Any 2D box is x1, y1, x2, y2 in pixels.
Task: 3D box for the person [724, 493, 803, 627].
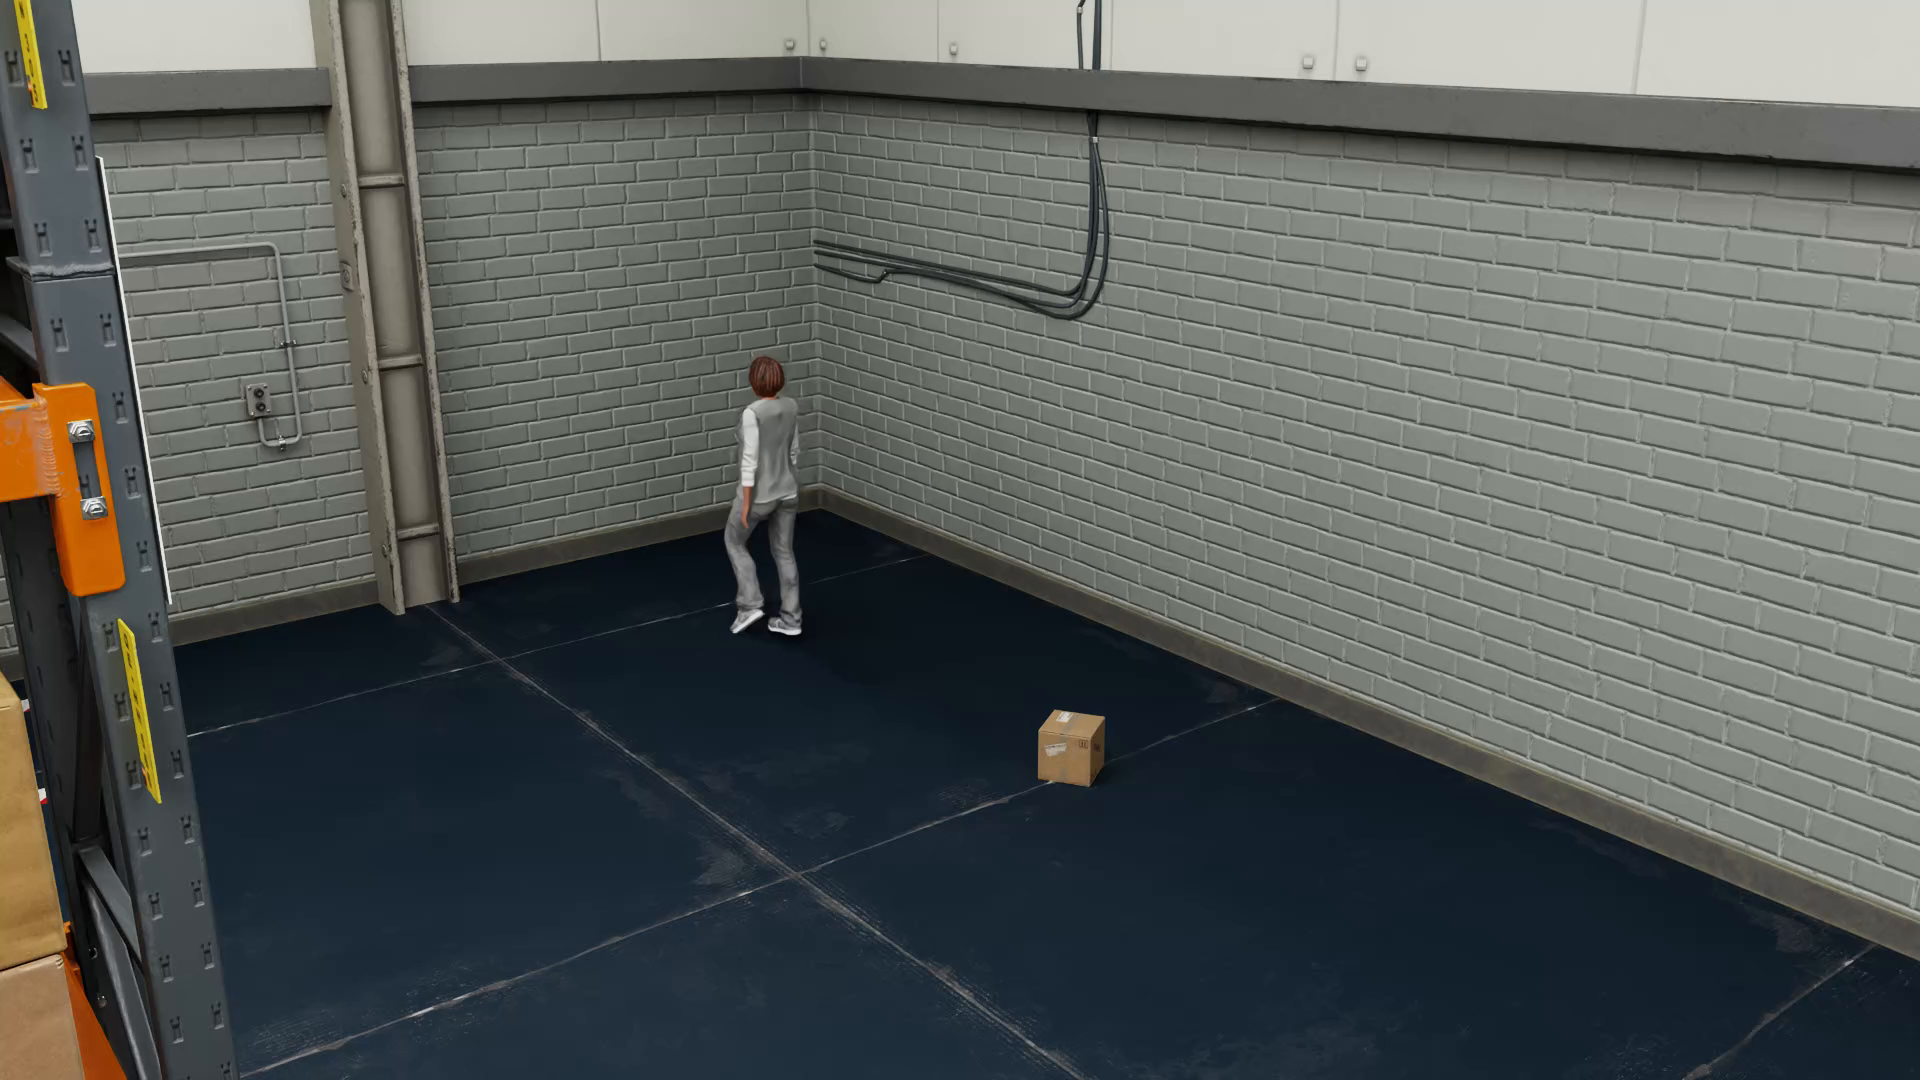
[{"bbox_3d":[-1.074,0.042,9.330,0.350,0.827,0.490,-16,24,-40],"label":"person"}]
